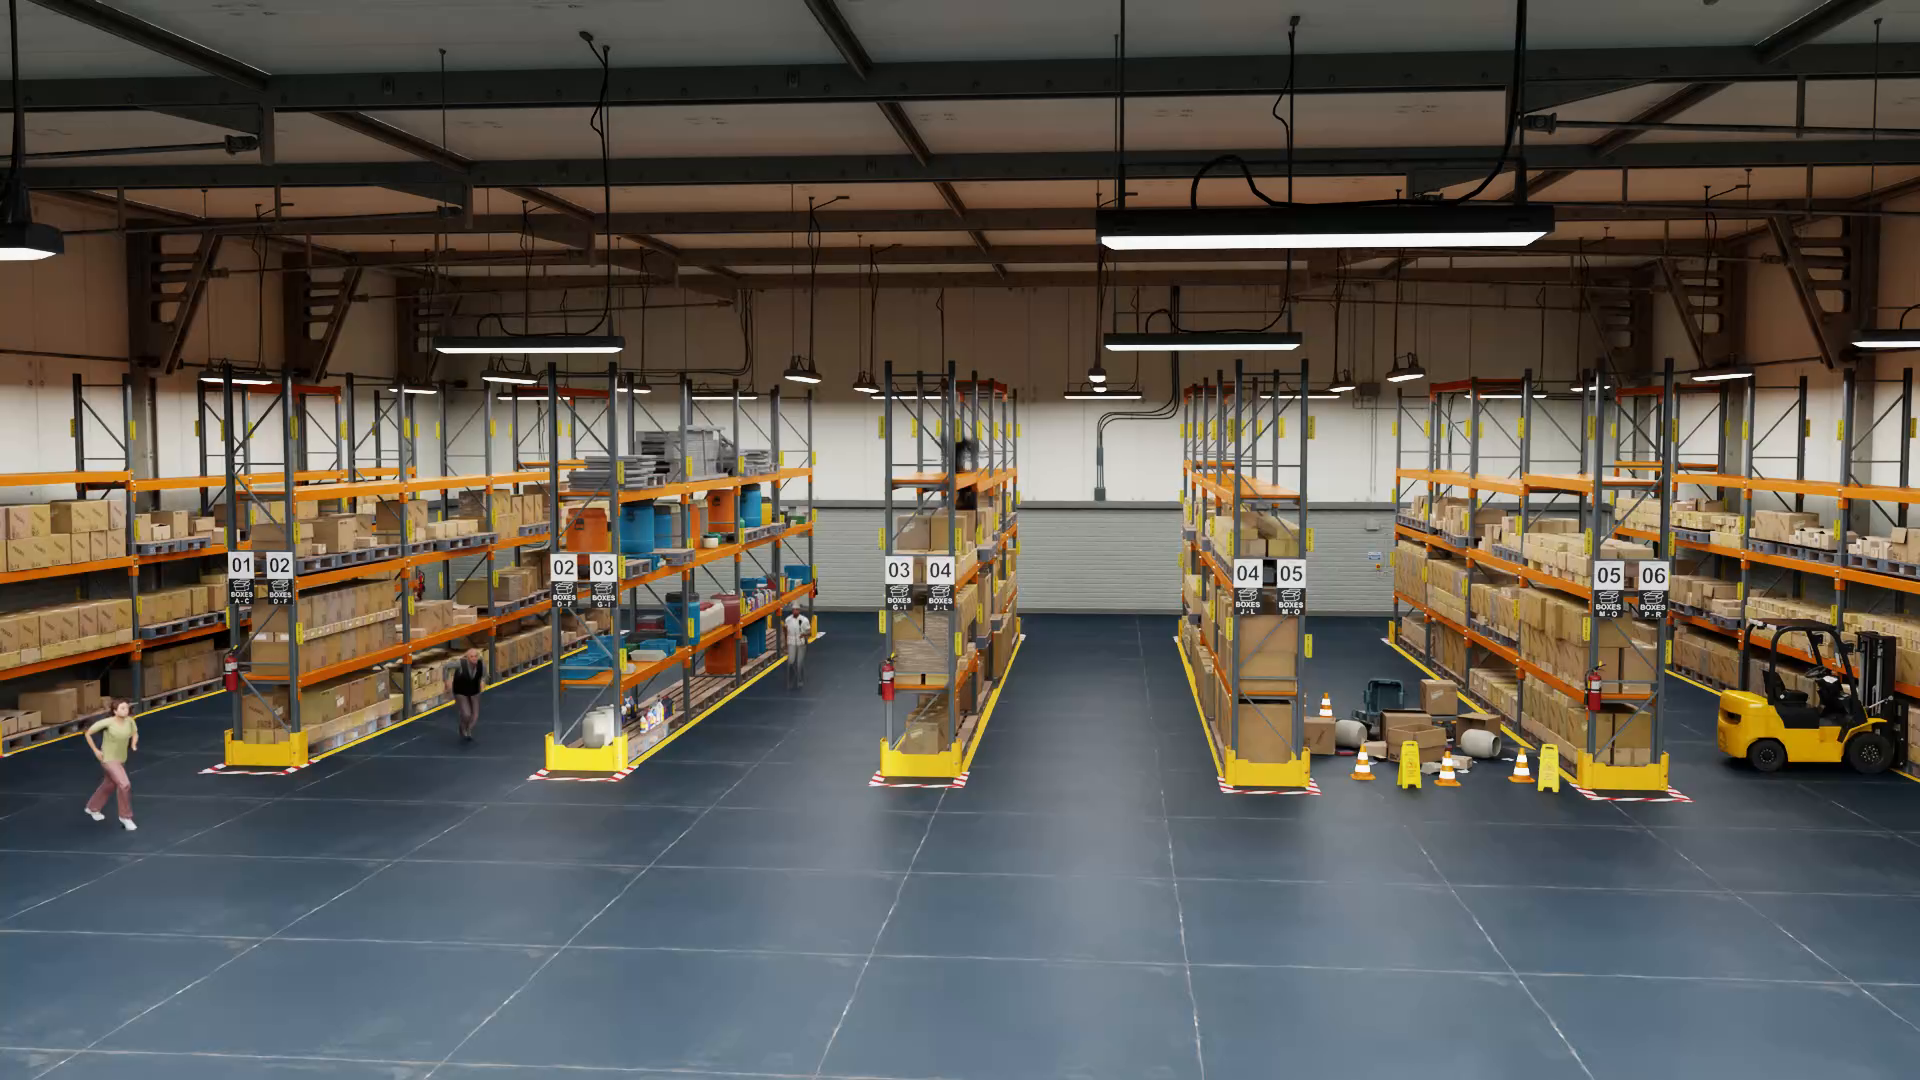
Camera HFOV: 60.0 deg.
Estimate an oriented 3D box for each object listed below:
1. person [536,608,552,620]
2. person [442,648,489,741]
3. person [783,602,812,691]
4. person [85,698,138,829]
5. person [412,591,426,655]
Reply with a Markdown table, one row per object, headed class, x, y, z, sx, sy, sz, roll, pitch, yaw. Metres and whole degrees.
| class | x | y | z | sx | sy | sz | roll | pitch | yaw |
| --- | --- | --- | --- | --- | --- | --- | --- | --- | --- |
| person | -10.371 | 1.479 | 42.111 | 1.019 | 1.486 | 0.703 | 2 | 4 | 24 |
| person | -7.888 | 2.483 | 26.551 | 0.693 | 1.546 | 0.858 | -2 | 4 | -32 |
| person | -3.150 | 2.052 | 32.162 | 0.580 | 1.732 | 0.724 | 0 | 4 | 1 |
| person | -10.770 | 2.818 | 21.029 | 0.872 | 1.669 | 0.602 | 2 | 4 | 23 |
| person | -11.456 | 1.865 | 35.183 | 0.510 | 1.609 | 0.861 | 0 | 4 | 4 |
